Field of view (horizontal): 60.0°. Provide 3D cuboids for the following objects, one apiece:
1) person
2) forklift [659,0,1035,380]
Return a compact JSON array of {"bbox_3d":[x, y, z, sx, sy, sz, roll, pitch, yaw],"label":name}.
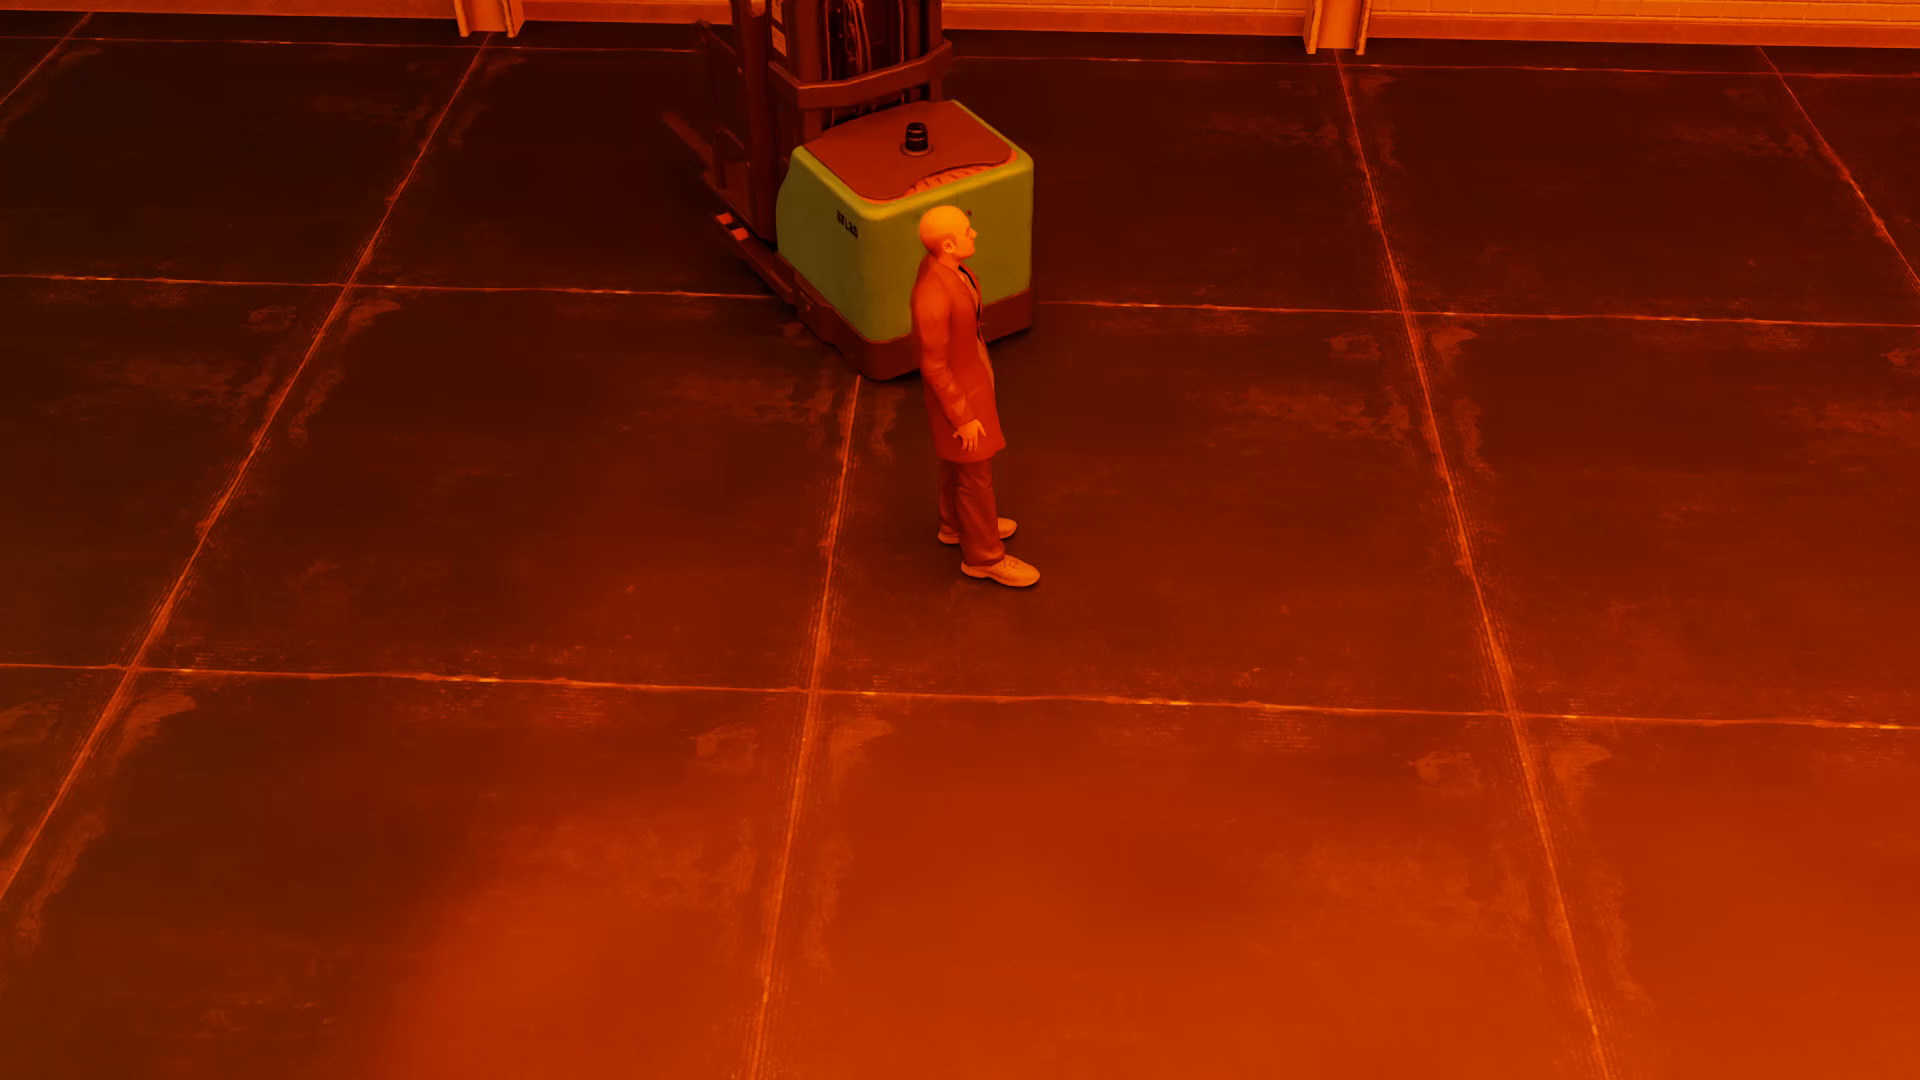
[{"bbox_3d":[0.090,-0.656,7.305,0.582,1.776,0.696,2,42,2],"label":"person"},{"bbox_3d":[-0.817,-2.891,8.909,1.130,2.935,3.031,-23,47,-23],"label":"forklift"}]
